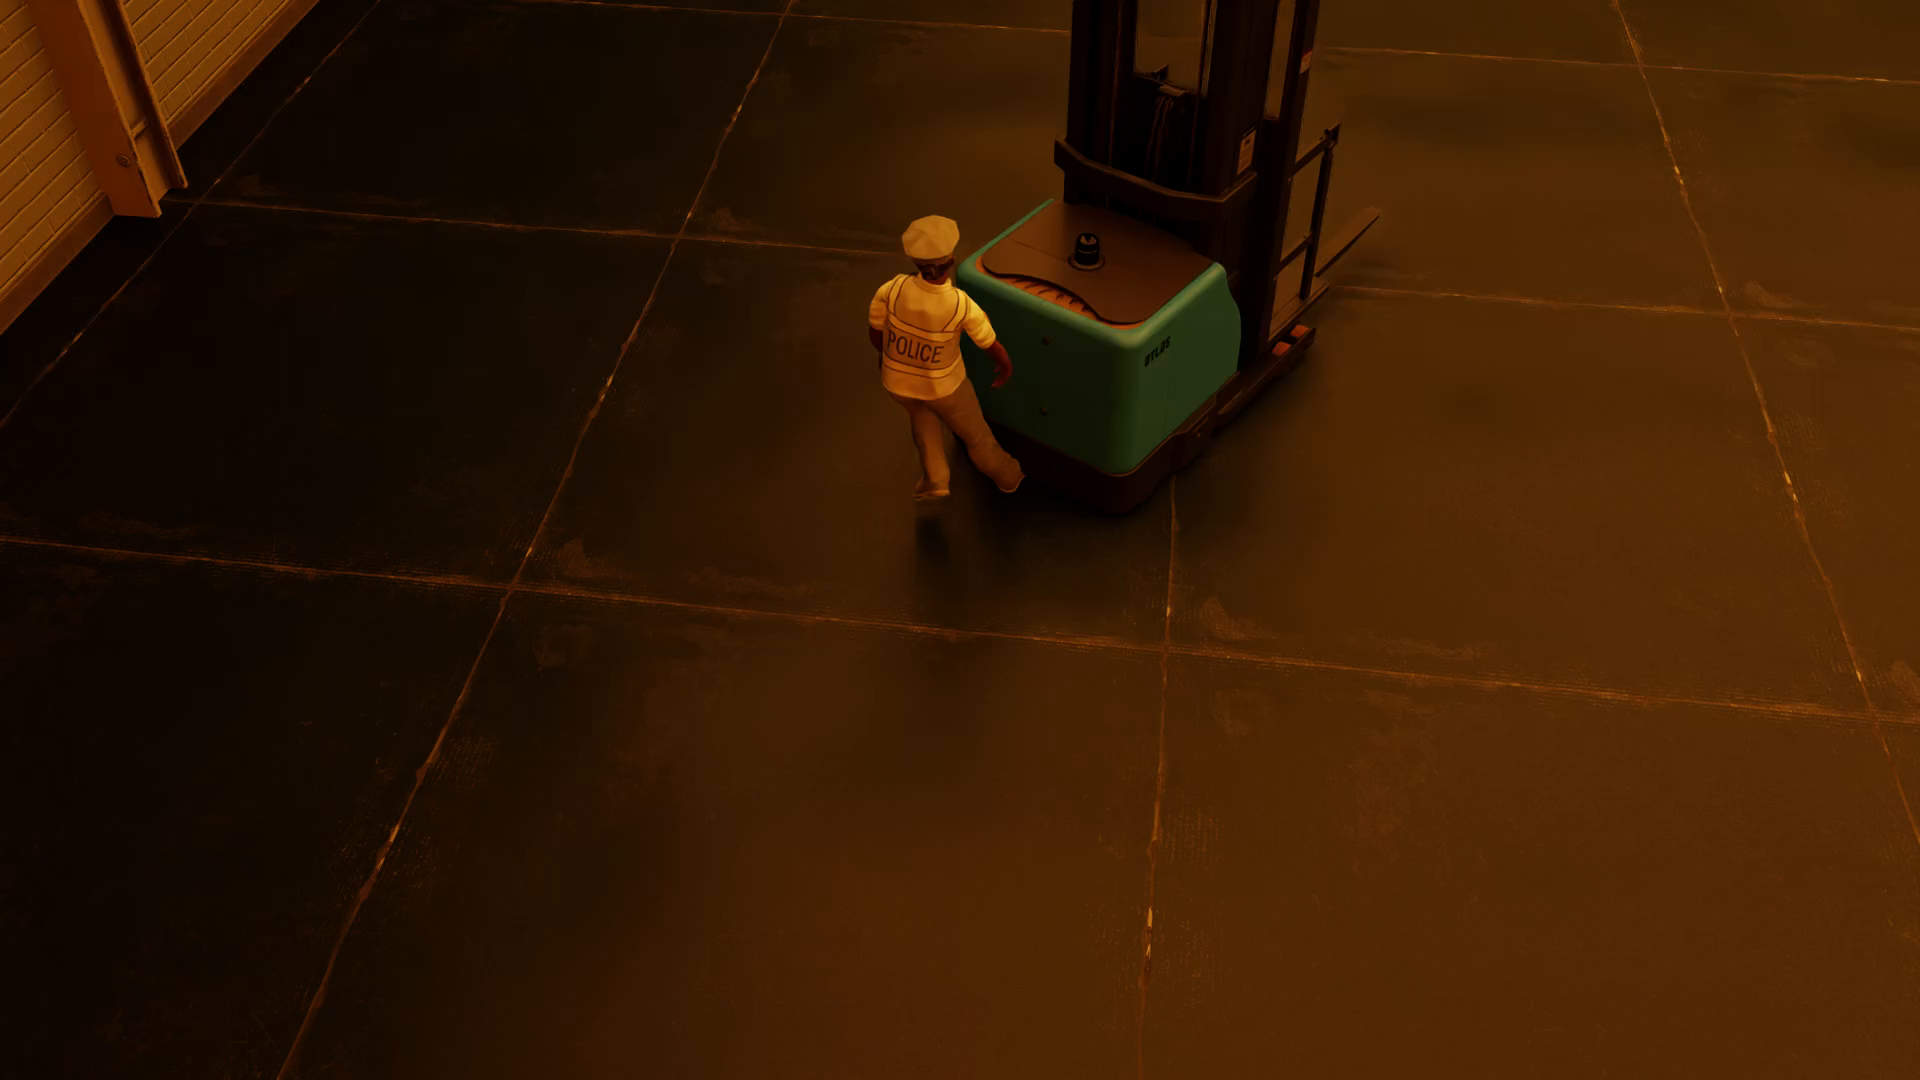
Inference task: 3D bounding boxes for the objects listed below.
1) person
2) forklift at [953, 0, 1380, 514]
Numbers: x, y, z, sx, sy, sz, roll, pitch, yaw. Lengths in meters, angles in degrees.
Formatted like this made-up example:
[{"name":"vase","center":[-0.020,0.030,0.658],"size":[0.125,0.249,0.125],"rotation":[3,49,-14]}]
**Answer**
[{"name":"person","center":[-0.041,-0.833,7.614],"size":[0.657,1.586,0.682],"rotation":[13,44,14]},{"name":"forklift","center":[1.257,-2.150,8.065],"size":[1.130,2.935,3.031],"rotation":[27,49,26]}]
